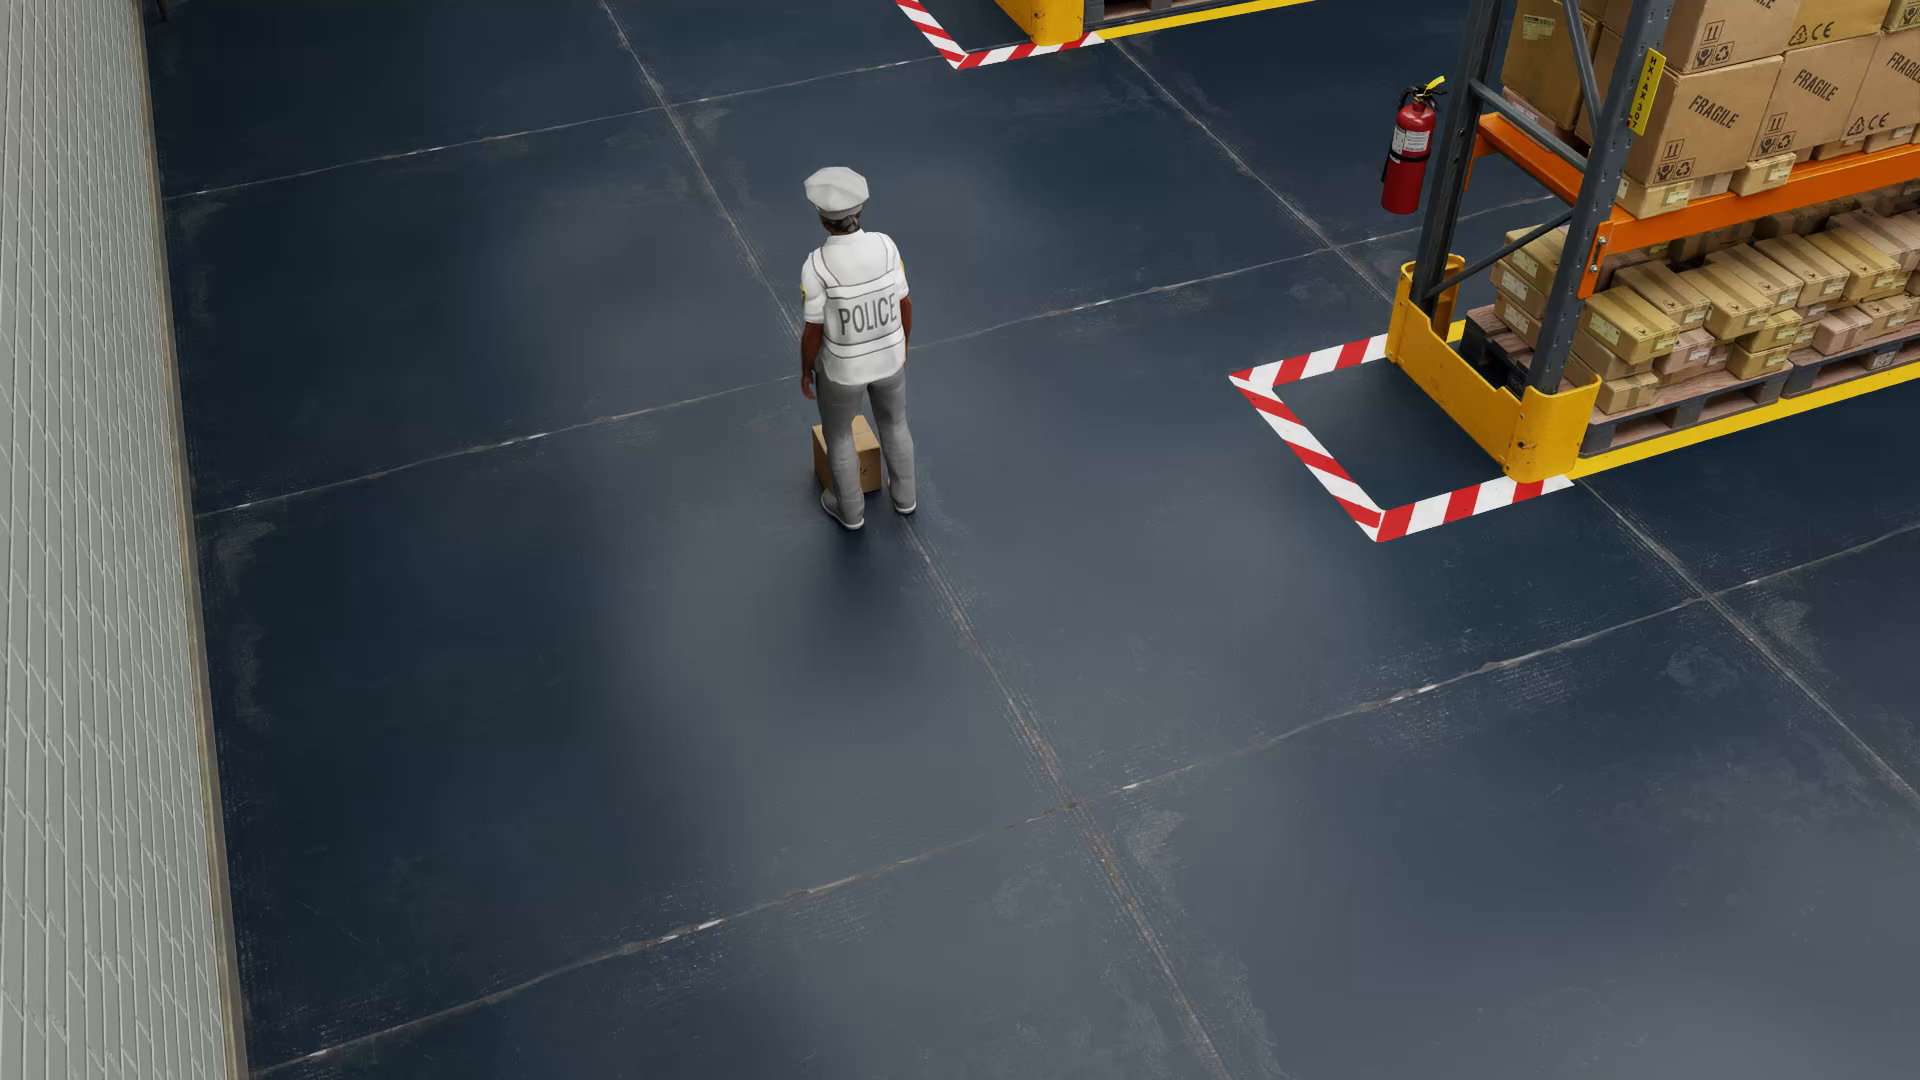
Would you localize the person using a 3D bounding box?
[{"bbox_3d":[-0.421,-0.758,7.001,0.532,1.661,0.393,-18,45,-19],"label":"person"}]
